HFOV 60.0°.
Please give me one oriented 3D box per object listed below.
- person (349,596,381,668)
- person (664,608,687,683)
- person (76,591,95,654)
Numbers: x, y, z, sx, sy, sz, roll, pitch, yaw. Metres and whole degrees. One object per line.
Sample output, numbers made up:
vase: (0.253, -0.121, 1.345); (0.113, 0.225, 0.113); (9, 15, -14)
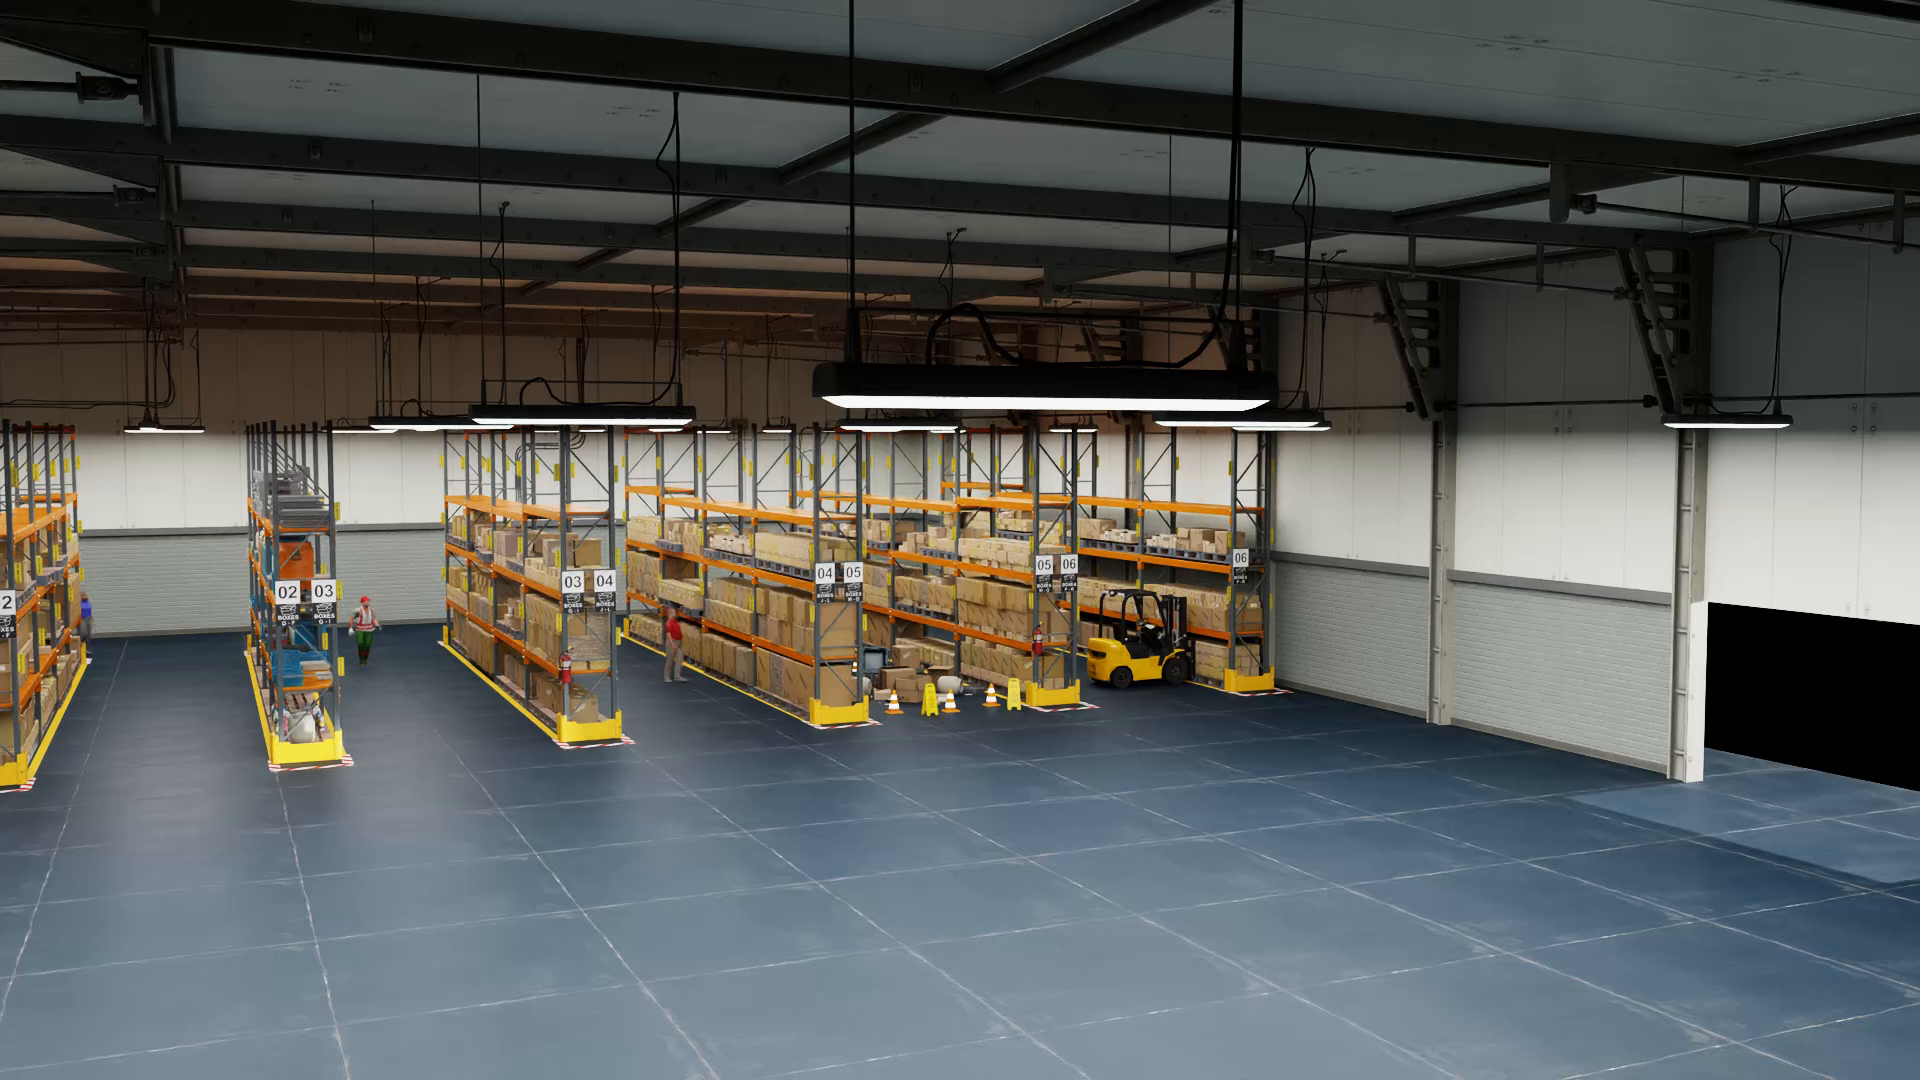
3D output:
person: (-14.820, 2.297, 41.412); (0.758, 1.812, 0.877); (-1, 4, -23)
person: (-6.666, 2.454, 38.710); (0.476, 1.727, 0.564); (2, 4, 32)
person: (-22.853, 2.164, 43.446); (0.461, 1.650, 0.483); (1, 4, 20)
